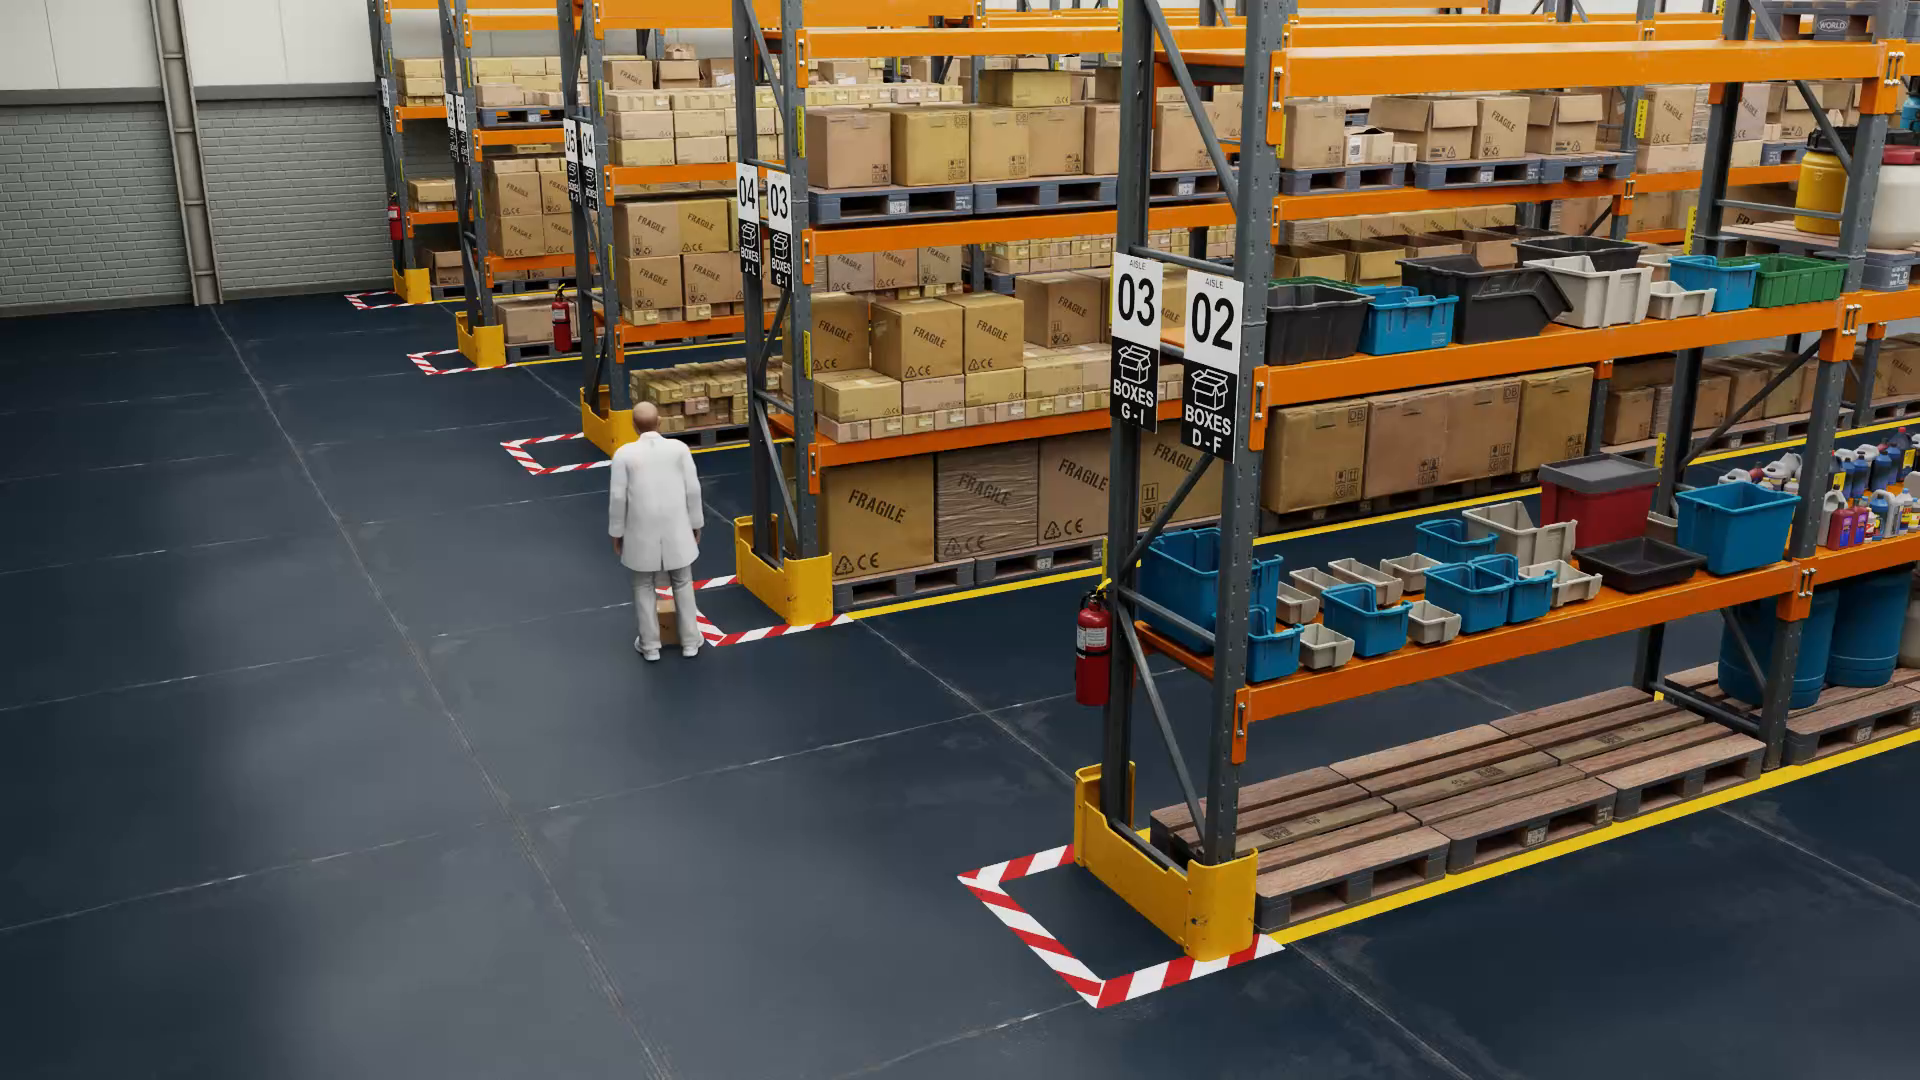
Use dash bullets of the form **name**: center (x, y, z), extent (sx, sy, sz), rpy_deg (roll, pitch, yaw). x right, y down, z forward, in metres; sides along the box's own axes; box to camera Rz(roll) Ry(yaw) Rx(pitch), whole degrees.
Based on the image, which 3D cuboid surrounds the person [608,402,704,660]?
- **person**: center (-2.057, -0.062, 11.273), extent (0.645, 1.772, 0.429), rpy_deg (-6, 19, -17)
